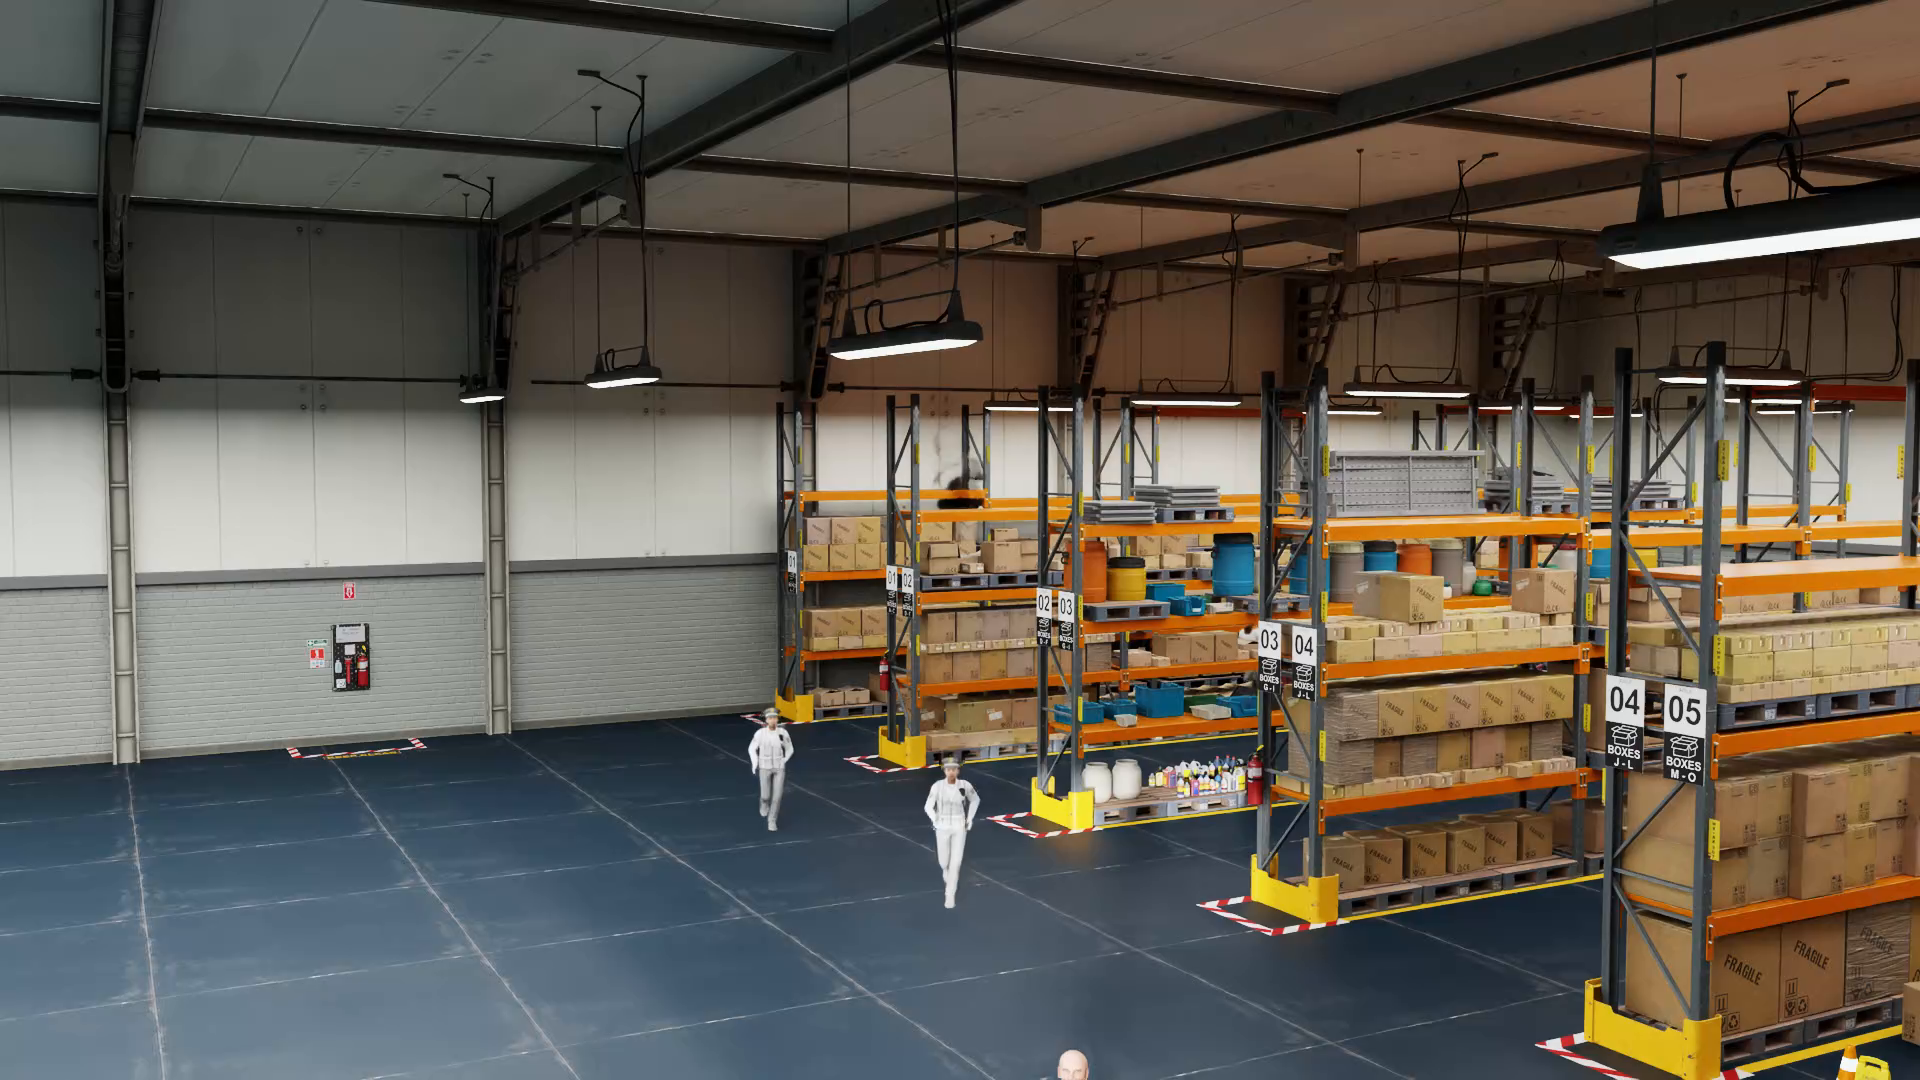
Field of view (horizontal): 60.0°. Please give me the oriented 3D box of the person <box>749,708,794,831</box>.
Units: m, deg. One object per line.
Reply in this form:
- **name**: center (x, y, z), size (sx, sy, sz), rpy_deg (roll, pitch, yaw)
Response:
- **person**: center (-2.542, 3.078, 22.464), size (0.606, 1.656, 0.552), rpy_deg (-1, 3, -11)

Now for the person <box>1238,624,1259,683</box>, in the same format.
- **person**: center (5.861, 2.398, 33.451), size (0.926, 1.762, 0.682), rpy_deg (-3, 4, -42)

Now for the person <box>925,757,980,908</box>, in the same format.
- **person**: center (-0.084, 3.294, 18.925), size (0.628, 1.693, 0.752), rpy_deg (0, 3, 2)

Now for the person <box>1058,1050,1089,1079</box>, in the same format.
- **person**: center (0.641, 3.740, 9.537), size (0.662, 1.642, 0.847), rpy_deg (1, 3, 11)
